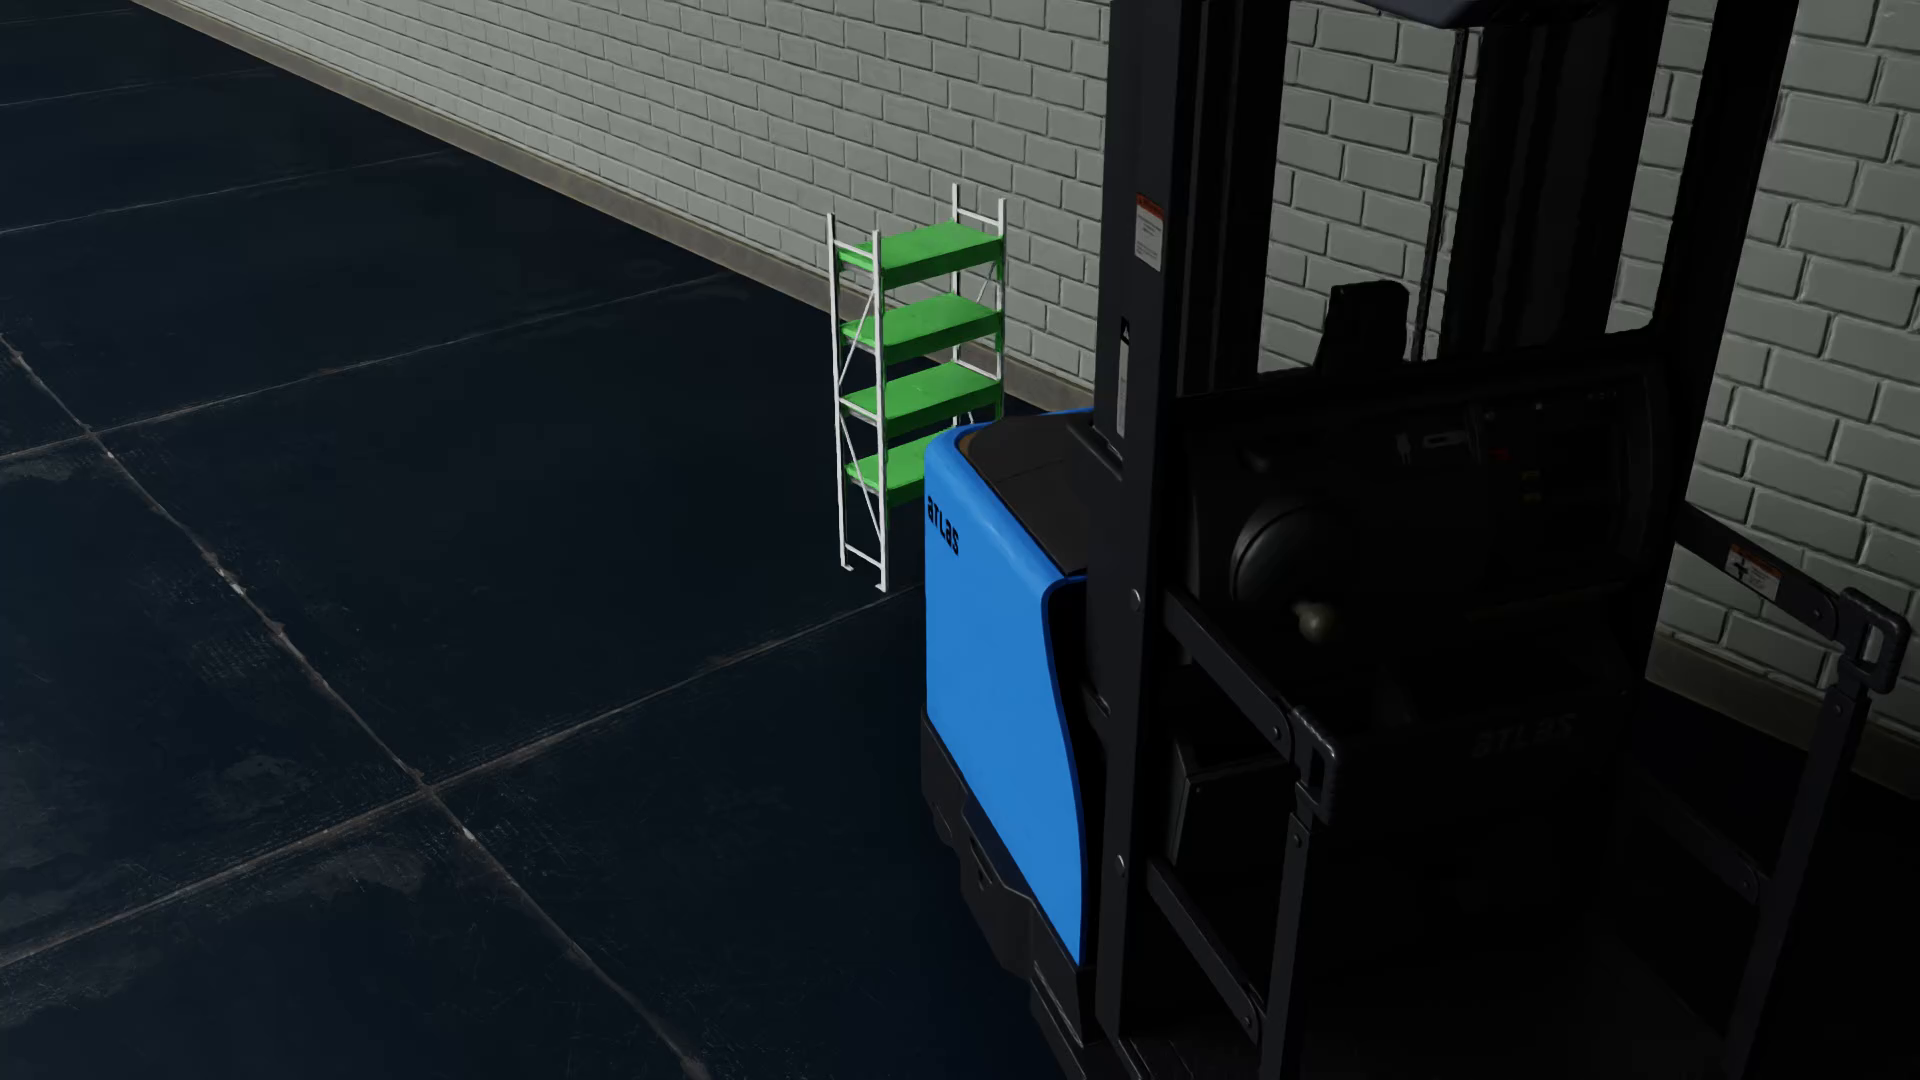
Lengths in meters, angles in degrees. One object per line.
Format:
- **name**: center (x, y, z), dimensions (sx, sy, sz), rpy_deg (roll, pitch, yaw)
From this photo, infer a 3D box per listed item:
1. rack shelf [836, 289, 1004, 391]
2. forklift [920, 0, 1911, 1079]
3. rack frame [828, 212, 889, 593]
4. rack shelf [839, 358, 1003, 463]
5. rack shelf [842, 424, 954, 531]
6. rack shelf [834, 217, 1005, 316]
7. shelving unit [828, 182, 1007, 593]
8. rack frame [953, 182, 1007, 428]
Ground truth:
- **rack shelf**: center (-0.126, -0.634, 5.217), dimensions (0.480, 0.148, 0.258), rpy_deg (-22, 35, -35)
- **forklift**: center (0.876, -0.028, 2.620), dimensions (1.130, 2.935, 3.031), rpy_deg (-10, 30, -17)
- **rack frame**: center (-0.312, -0.404, 5.160), dimensions (0.015, 1.200, 0.240), rpy_deg (-22, 35, -35)
- **rack shelf**: center (-0.126, -0.422, 5.330), dimensions (0.480, 0.148, 0.258), rpy_deg (-22, 35, -35)
- **rack shelf**: center (-0.126, -0.211, 5.443), dimensions (0.480, 0.148, 0.258), rpy_deg (-22, 35, -35)
- **rack shelf**: center (-0.126, -0.846, 5.103), dimensions (0.480, 0.148, 0.258), rpy_deg (-22, 35, -35)
- **shelving unit**: center (-0.126, -0.479, 5.300), dimensions (0.503, 1.200, 0.258), rpy_deg (-22, 35, -35)
- **rack frame**: center (0.060, -0.553, 5.439), dimensions (0.015, 1.200, 0.240), rpy_deg (-22, 35, -35)
